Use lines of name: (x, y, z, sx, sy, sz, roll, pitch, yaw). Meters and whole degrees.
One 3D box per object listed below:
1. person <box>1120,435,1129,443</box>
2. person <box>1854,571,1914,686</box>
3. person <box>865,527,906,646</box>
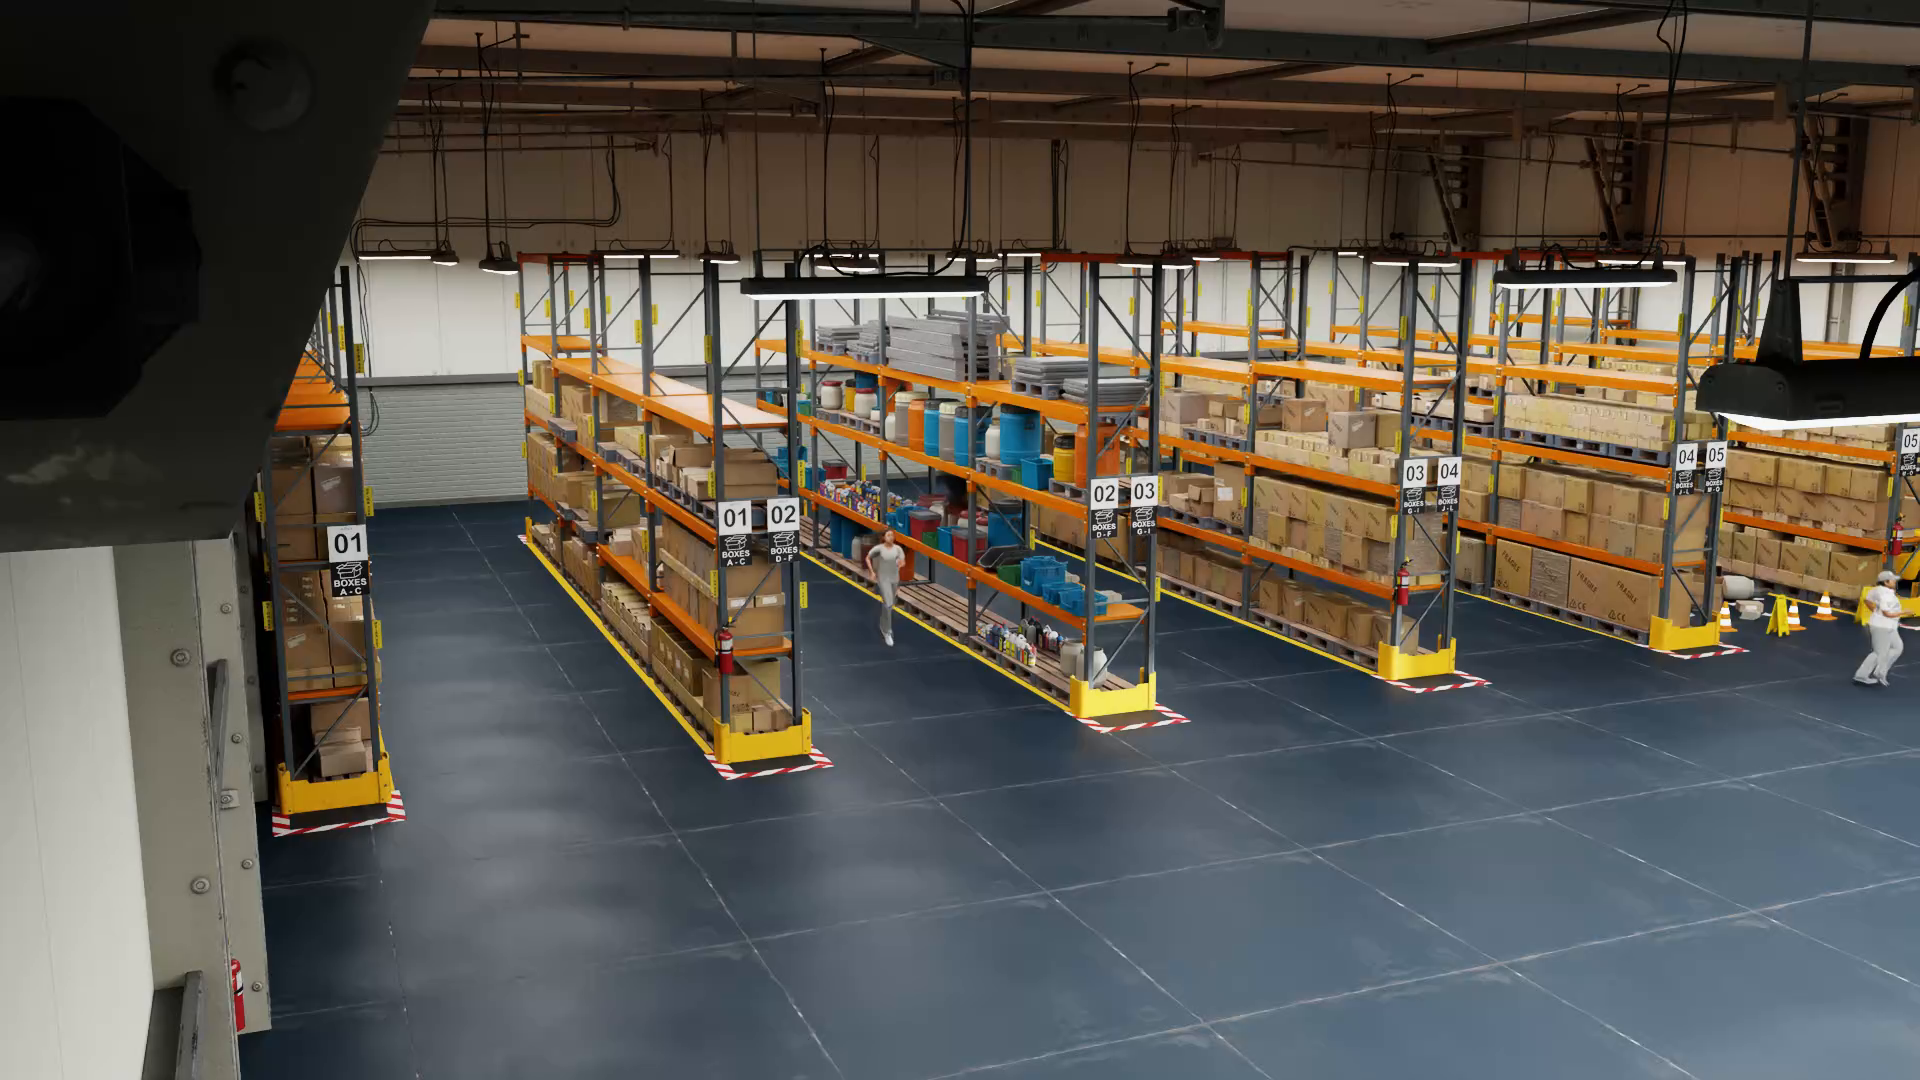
person: (4.065, -1.922, 40.780, 0.738, 1.749, 0.871, 10, 14, 42)
person: (13.093, 1.279, 23.540, 0.660, 1.690, 0.583, 5, 11, 25)
person: (-1.084, 0.686, 25.127, 0.531, 1.769, 0.711, -6, 12, -31)
